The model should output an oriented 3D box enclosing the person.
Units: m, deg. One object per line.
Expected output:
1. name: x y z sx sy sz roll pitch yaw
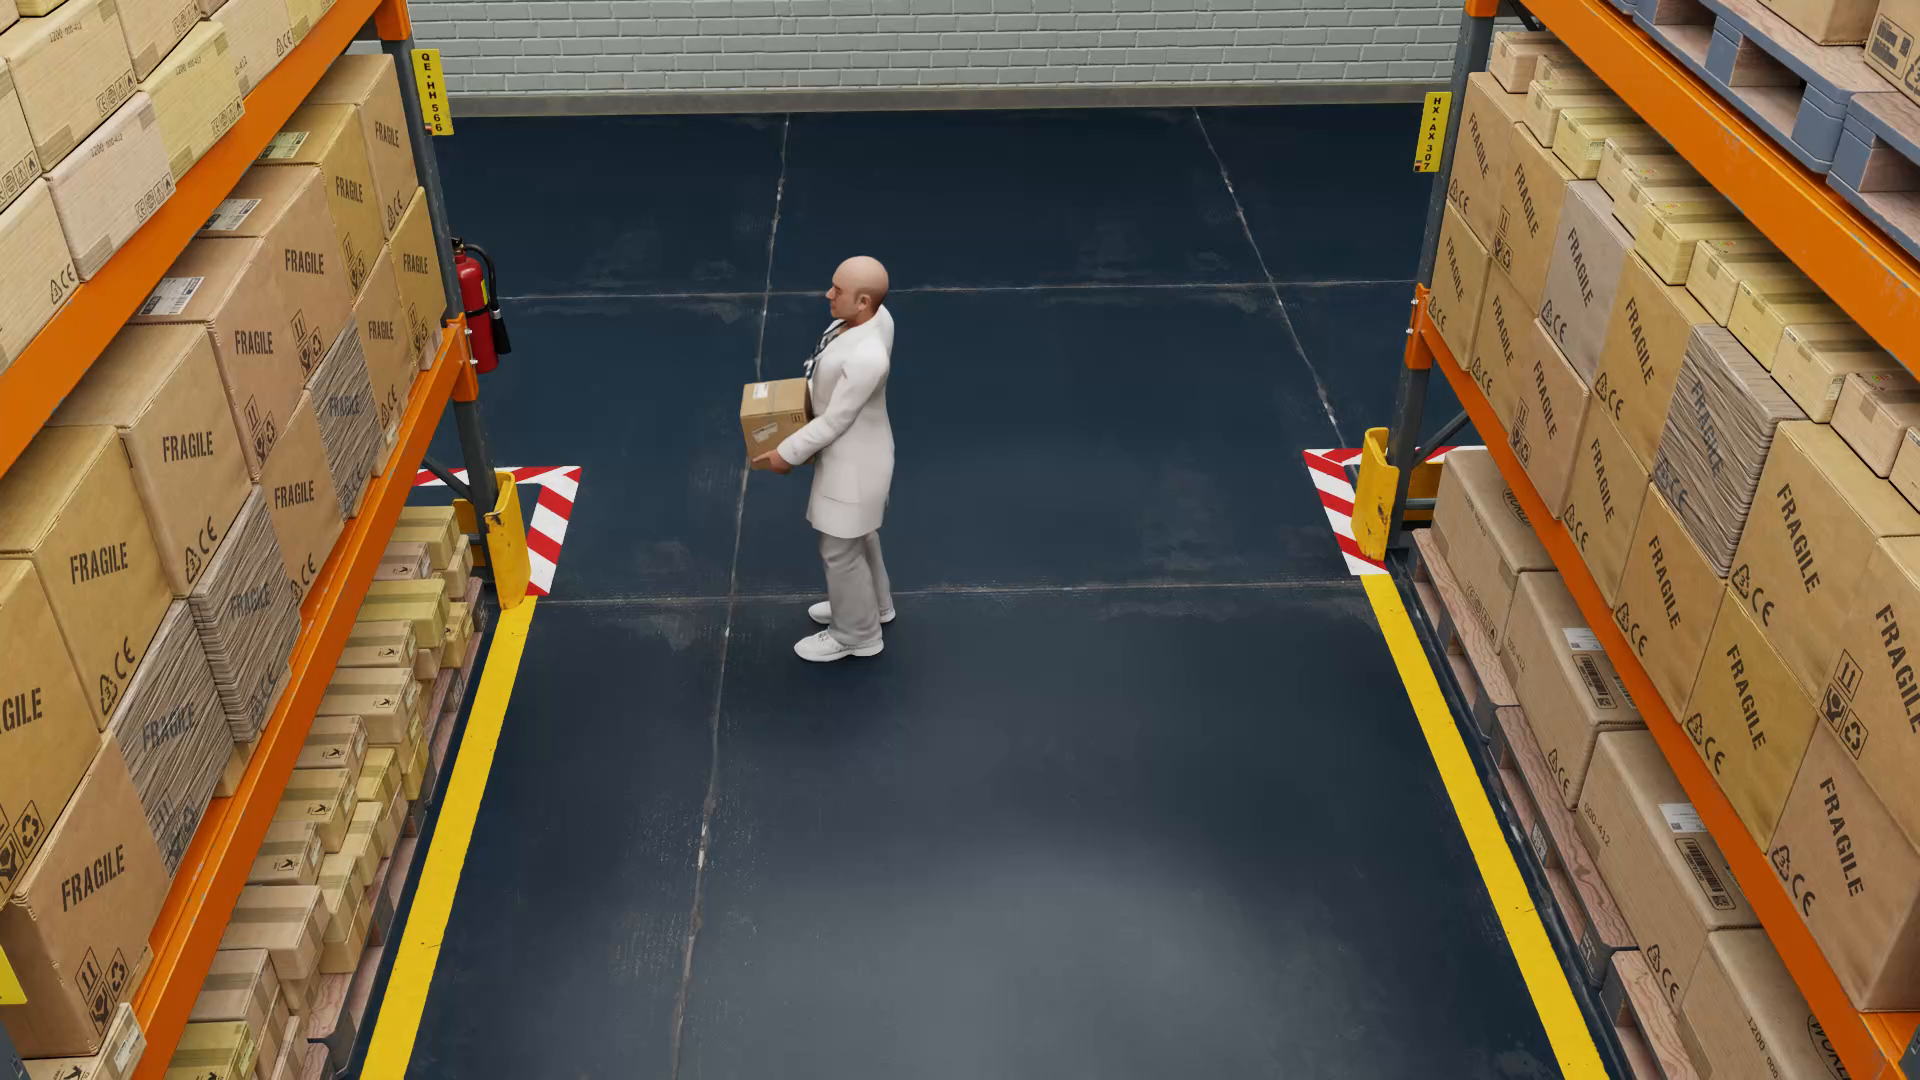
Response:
1. person: -5.985 3.397 1.270 11.876 1.775 13.168 -1 35 -1
